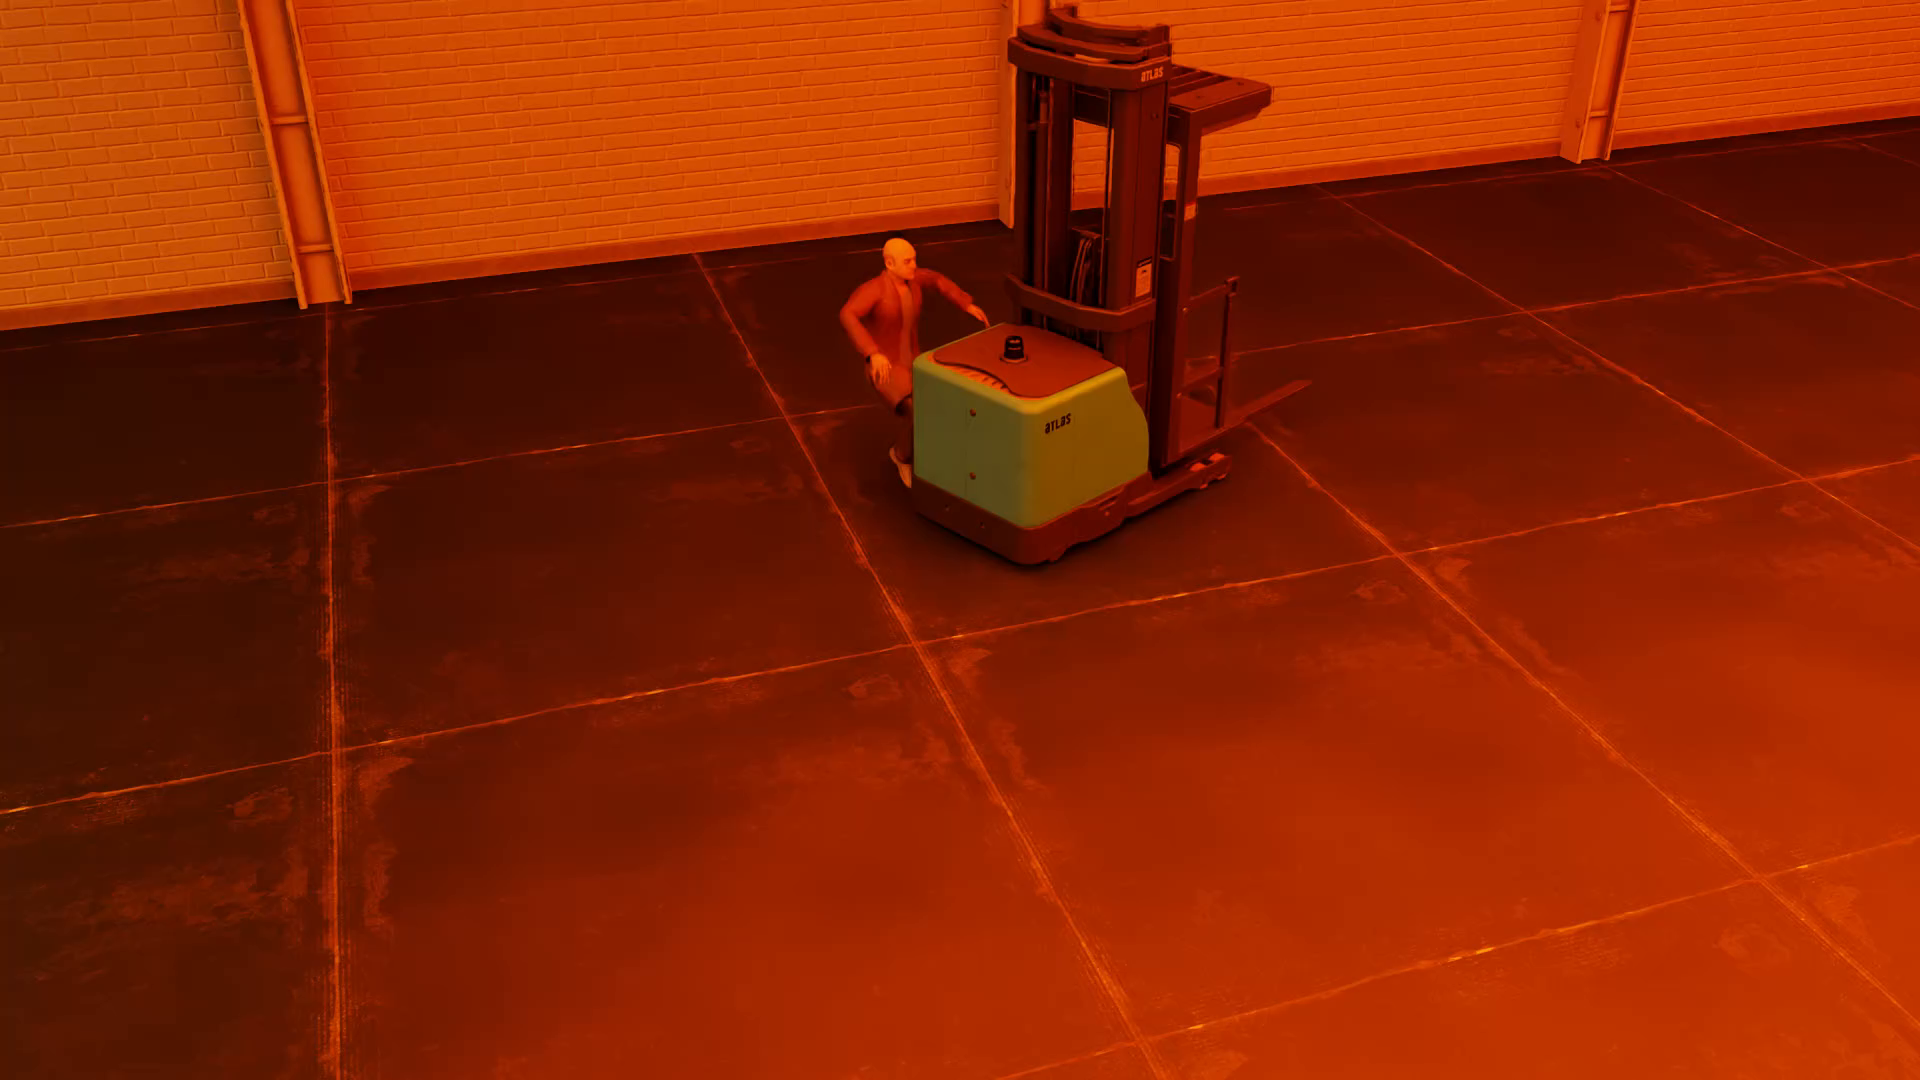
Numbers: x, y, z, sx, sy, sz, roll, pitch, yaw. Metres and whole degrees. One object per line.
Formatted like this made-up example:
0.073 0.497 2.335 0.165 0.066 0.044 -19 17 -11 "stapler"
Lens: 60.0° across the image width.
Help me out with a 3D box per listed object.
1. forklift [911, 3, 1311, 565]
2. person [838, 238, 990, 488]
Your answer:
1.109 -1.757 10.140 3.031 2.935 1.130 -26 39 -37 "forklift"
-0.183 -1.027 10.218 0.854 1.593 1.125 21 36 32 "person"
